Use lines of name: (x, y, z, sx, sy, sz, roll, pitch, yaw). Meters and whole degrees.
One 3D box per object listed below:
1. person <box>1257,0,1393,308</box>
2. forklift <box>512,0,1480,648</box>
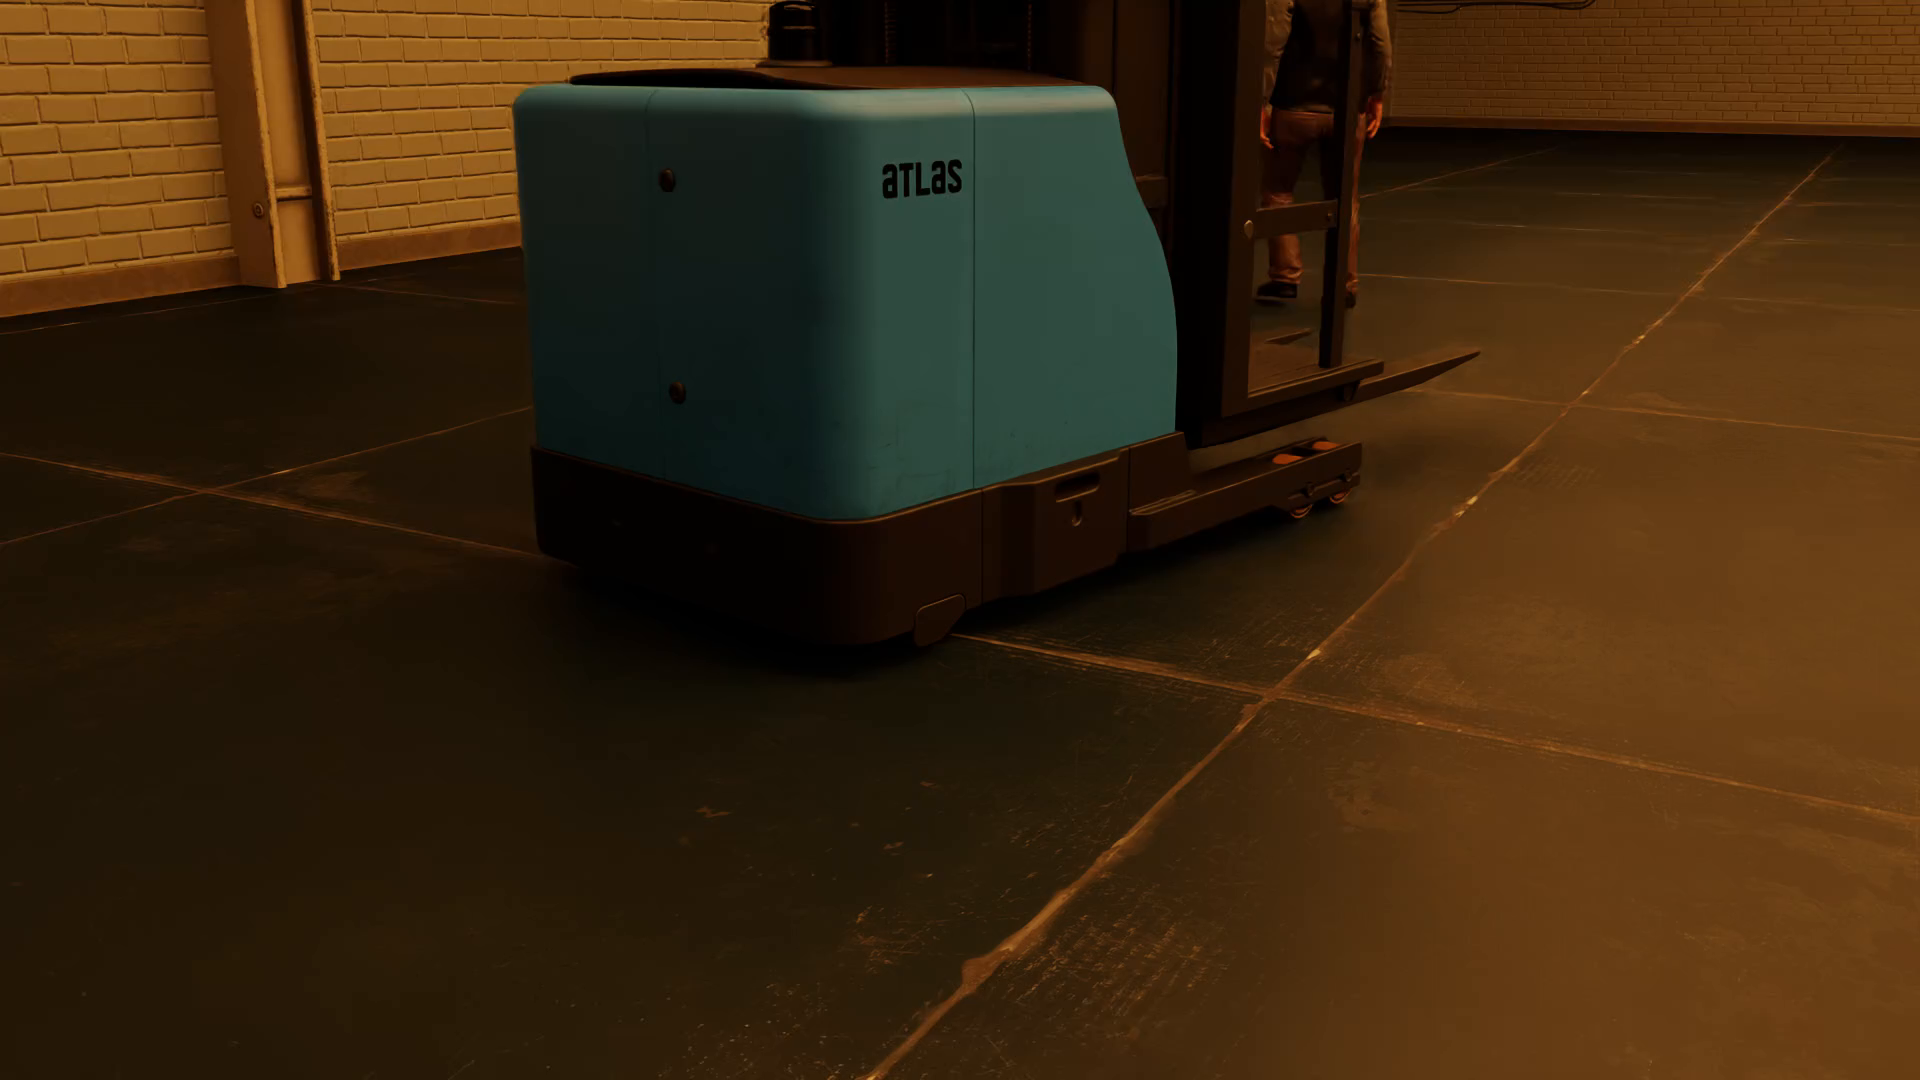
person: (1.605, -1.913, 7.490, 0.616, 1.722, 0.491, -1, 16, -2)
forklift: (0.407, -1.543, 4.093, 1.130, 2.935, 3.031, 14, 22, 40)
